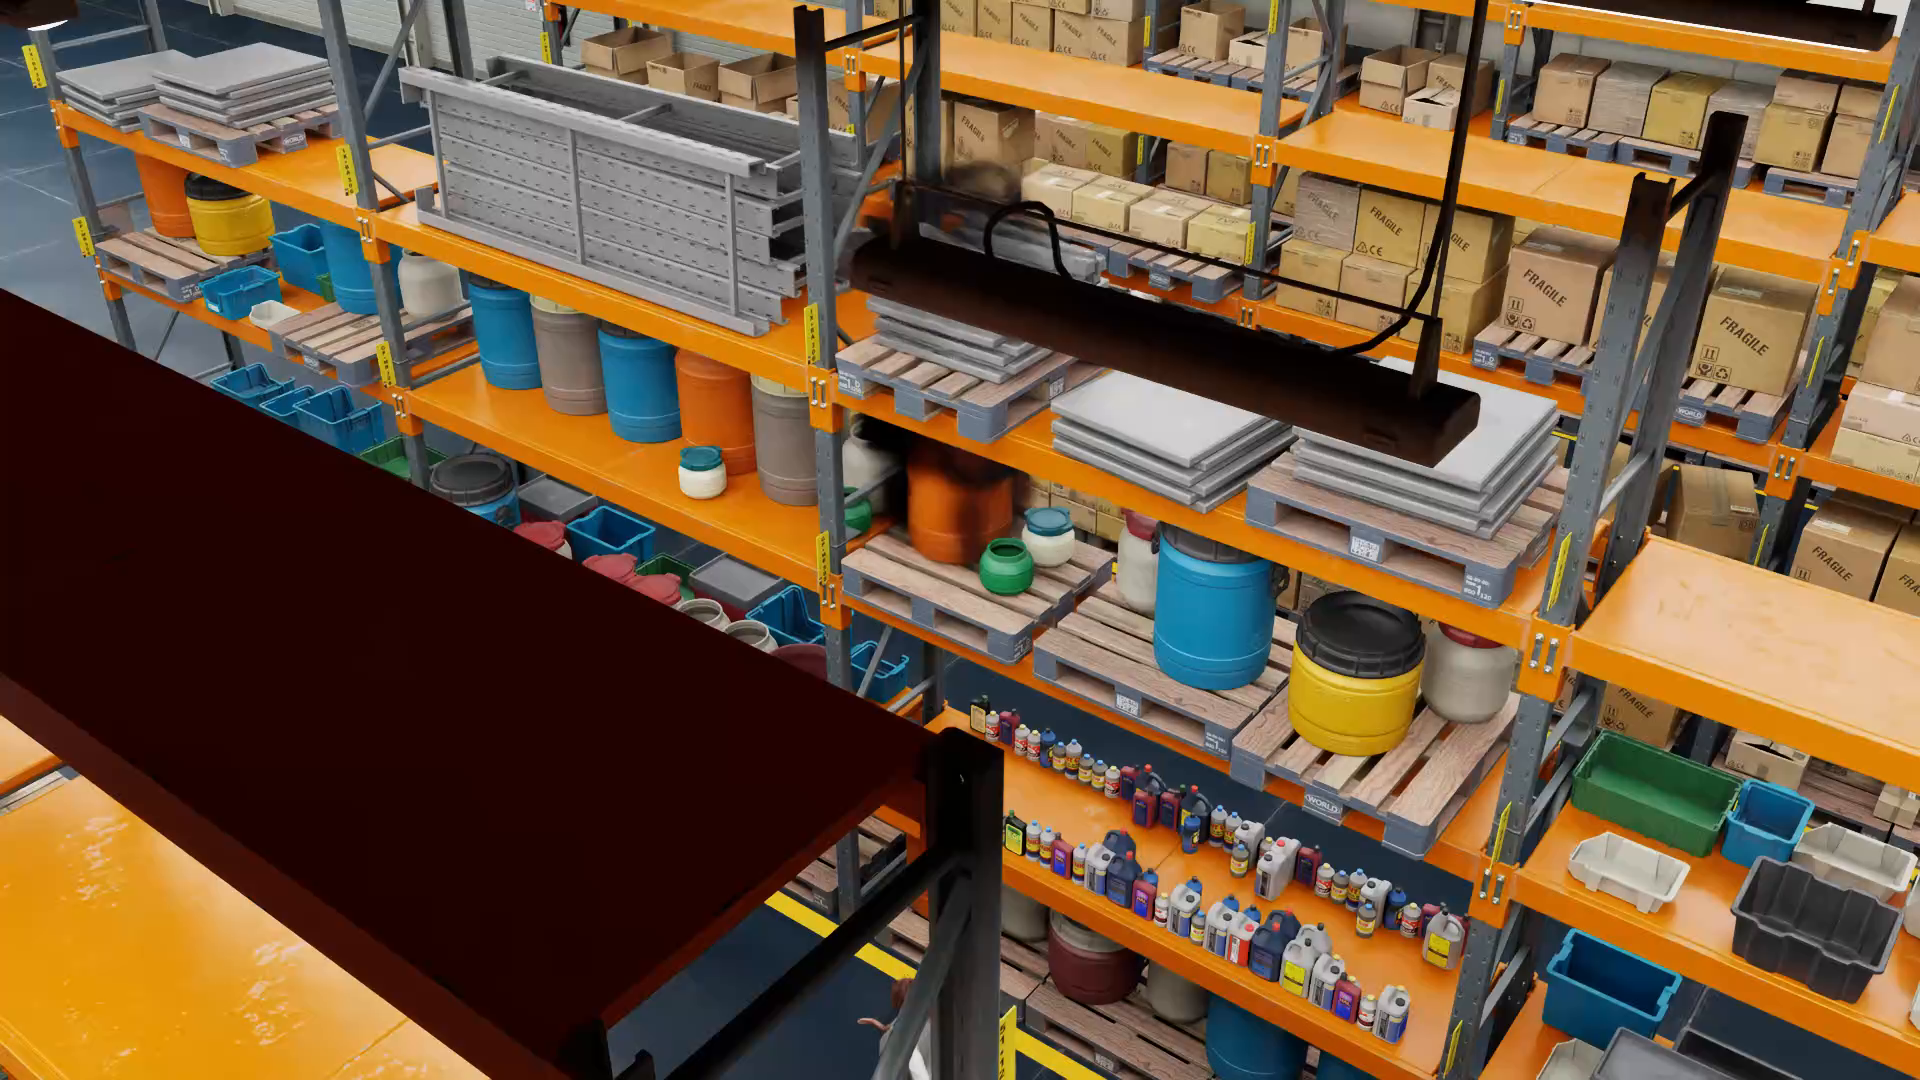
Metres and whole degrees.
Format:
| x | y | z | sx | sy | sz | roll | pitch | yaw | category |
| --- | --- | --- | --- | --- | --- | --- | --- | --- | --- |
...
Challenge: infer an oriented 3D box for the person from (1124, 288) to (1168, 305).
| x | y | z | sx | sy | sz | roll | pitch | yaw | category |
| --- | --- | --- | --- | --- | --- | --- | --- | --- | --- |
| 1.869 | -2.121 | 17.137 | 0.831 | 1.726 | 0.650 | 14 | 34 | 22 | person |

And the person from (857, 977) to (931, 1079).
| x | y | z | sx | sy | sz | roll | pitch | yaw | category |
| --- | --- | --- | --- | --- | --- | --- | --- | --- | --- |
| -0.215 | 2.967 | 8.868 | 0.809 | 1.638 | 0.521 | 19 | 36 | 28 | person |
